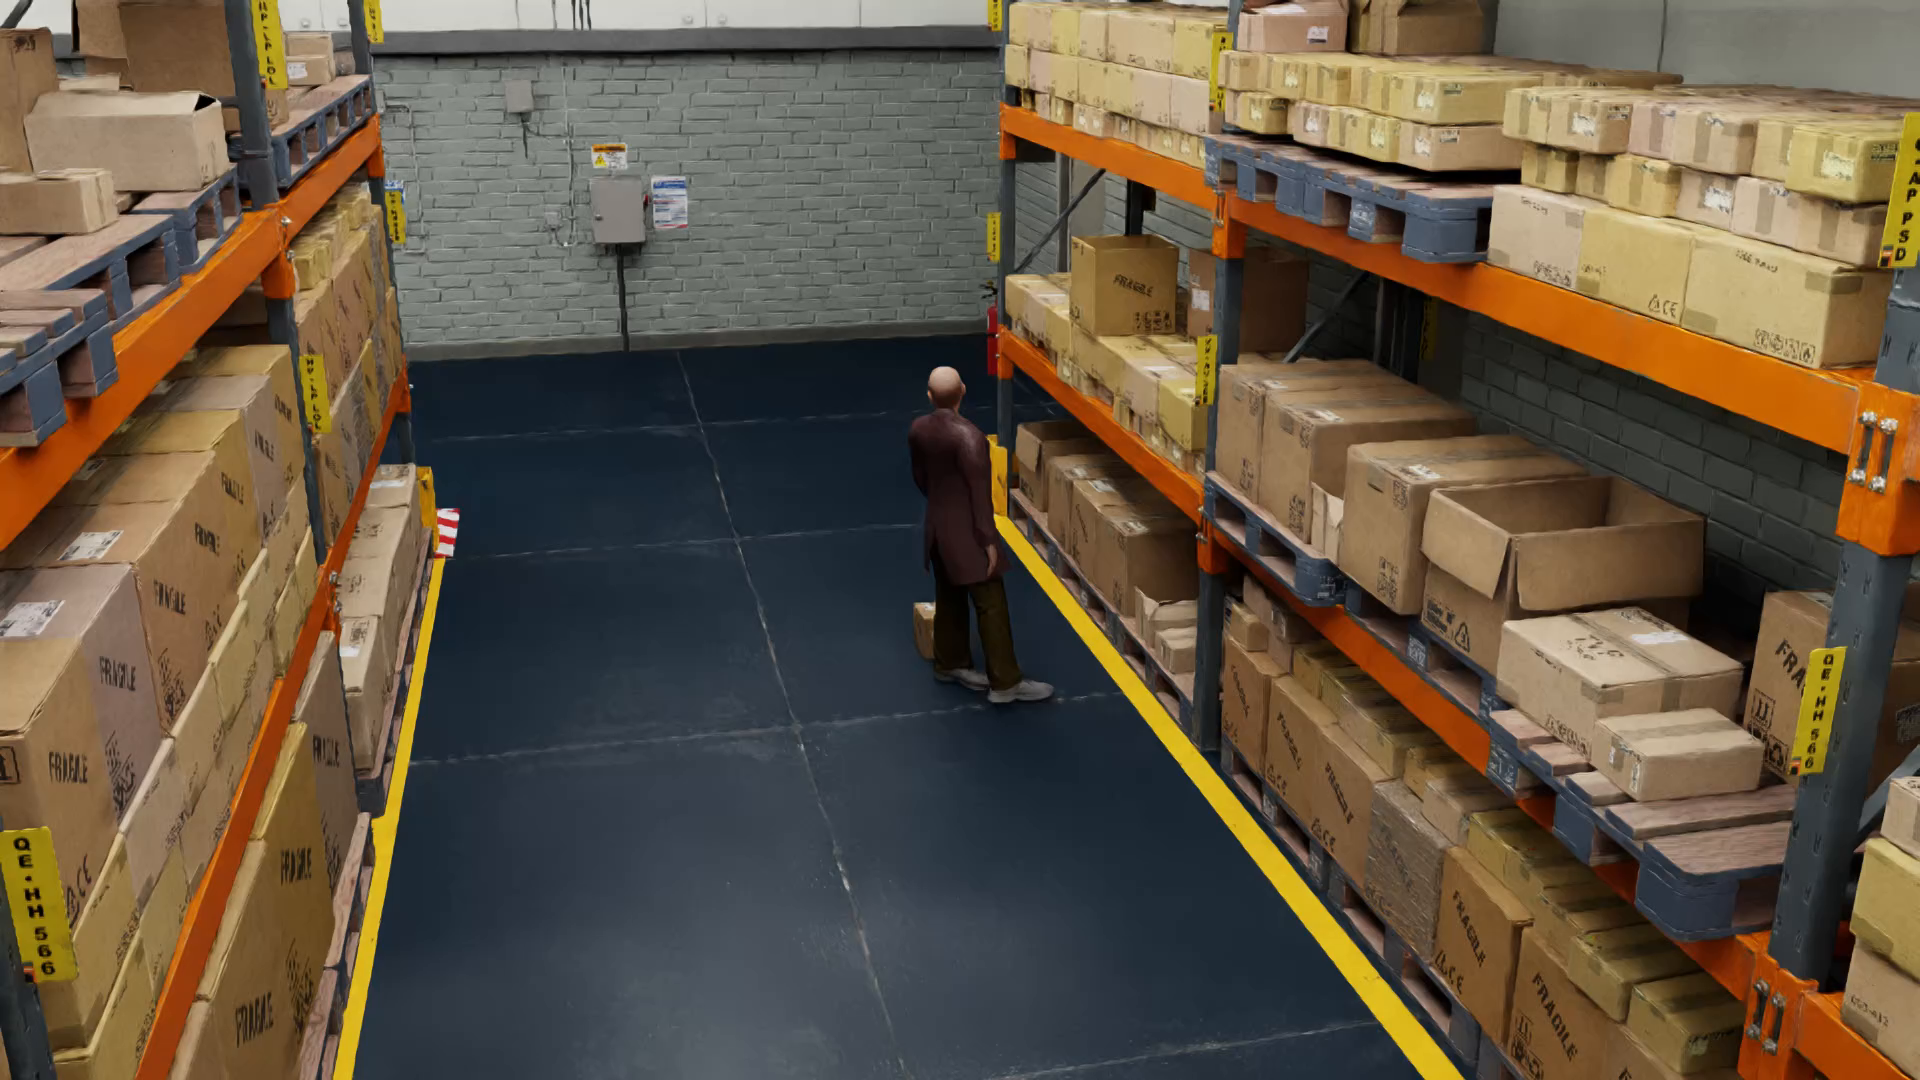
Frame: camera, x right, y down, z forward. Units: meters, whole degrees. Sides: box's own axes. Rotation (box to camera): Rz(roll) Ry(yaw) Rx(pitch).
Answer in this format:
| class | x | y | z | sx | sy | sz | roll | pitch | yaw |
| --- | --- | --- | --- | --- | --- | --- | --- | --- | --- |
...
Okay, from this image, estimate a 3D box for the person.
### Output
| class | x | y | z | sx | sy | sz | roll | pitch | yaw |
| --- | --- | --- | --- | --- | --- | --- | --- | --- | --- |
| person | 0.103 | -0.032 | 8.685 | 0.534 | 1.786 | 0.714 | -12 | 23 | -31 |
